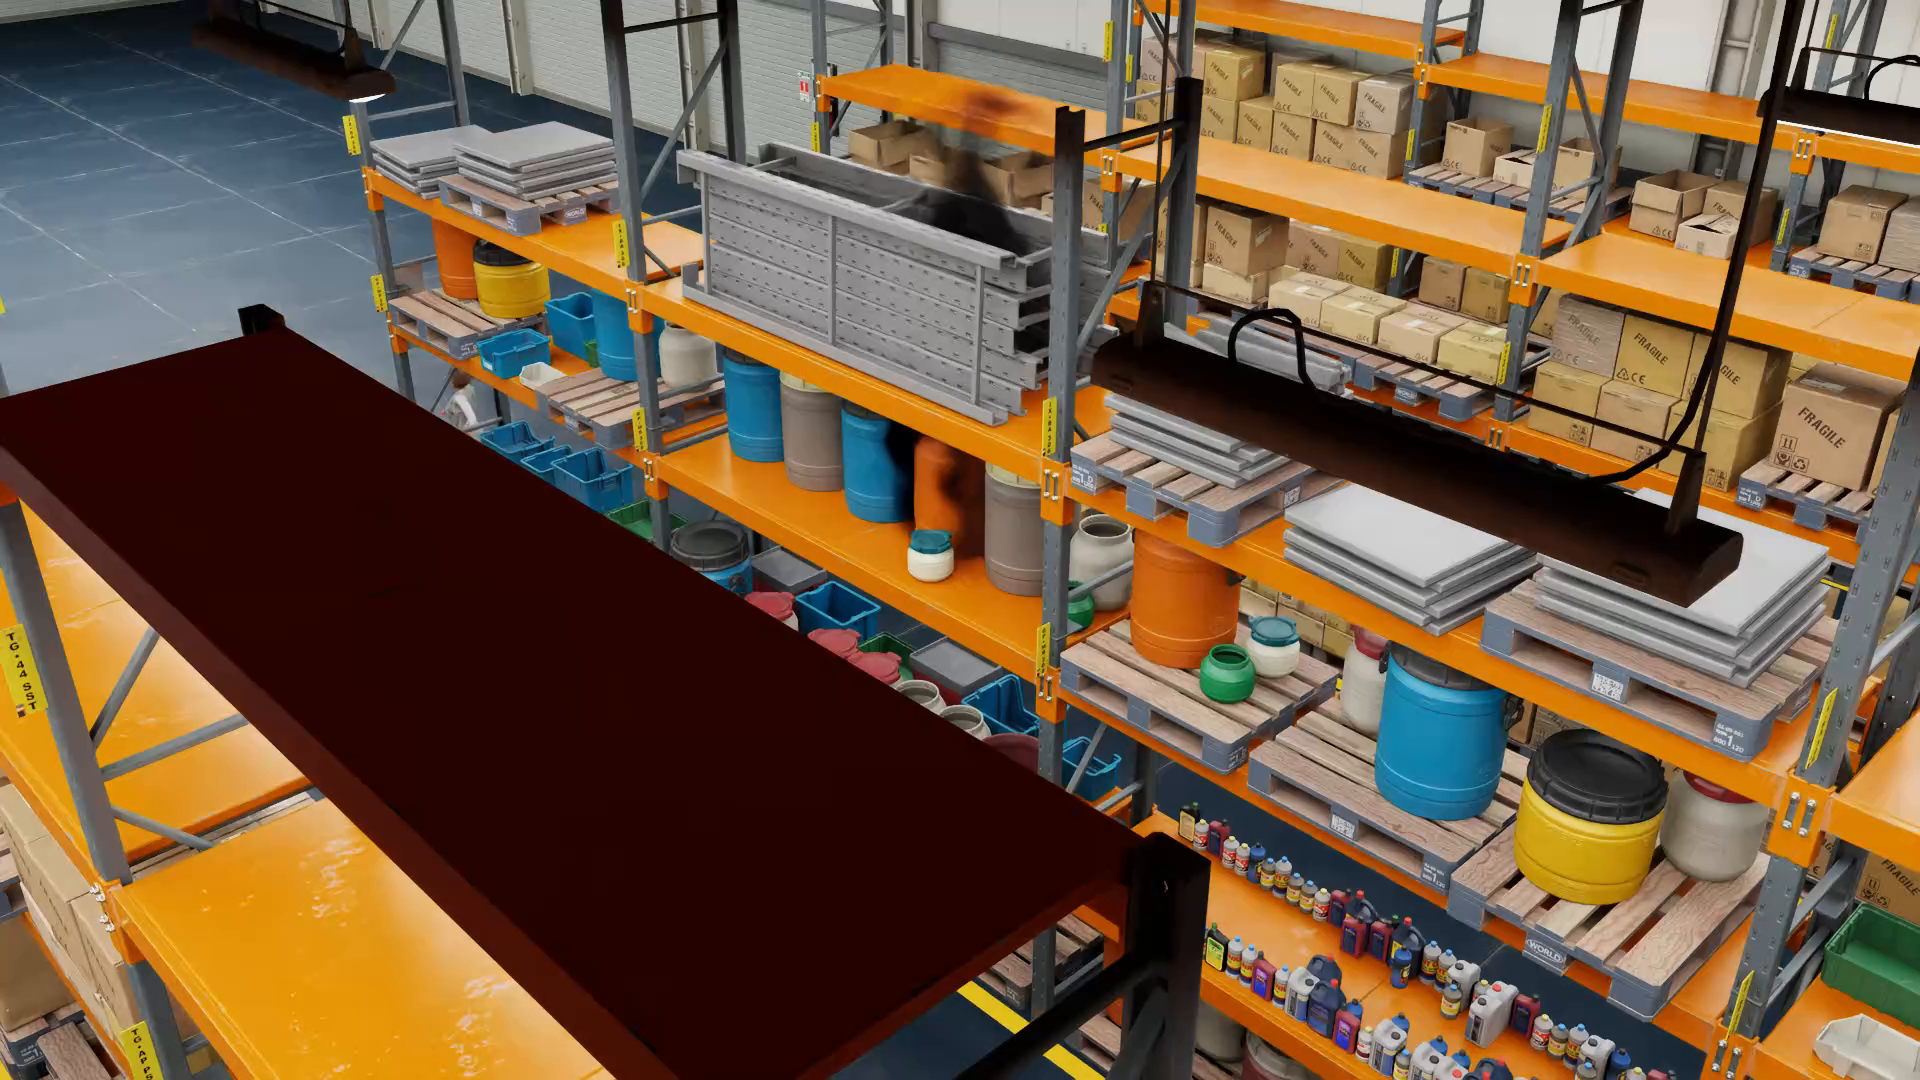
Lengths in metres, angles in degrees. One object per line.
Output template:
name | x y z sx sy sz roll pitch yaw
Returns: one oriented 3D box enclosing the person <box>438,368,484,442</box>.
person | -5.040 -1.033 17.049 0.781 1.595 0.549 3 28 5
